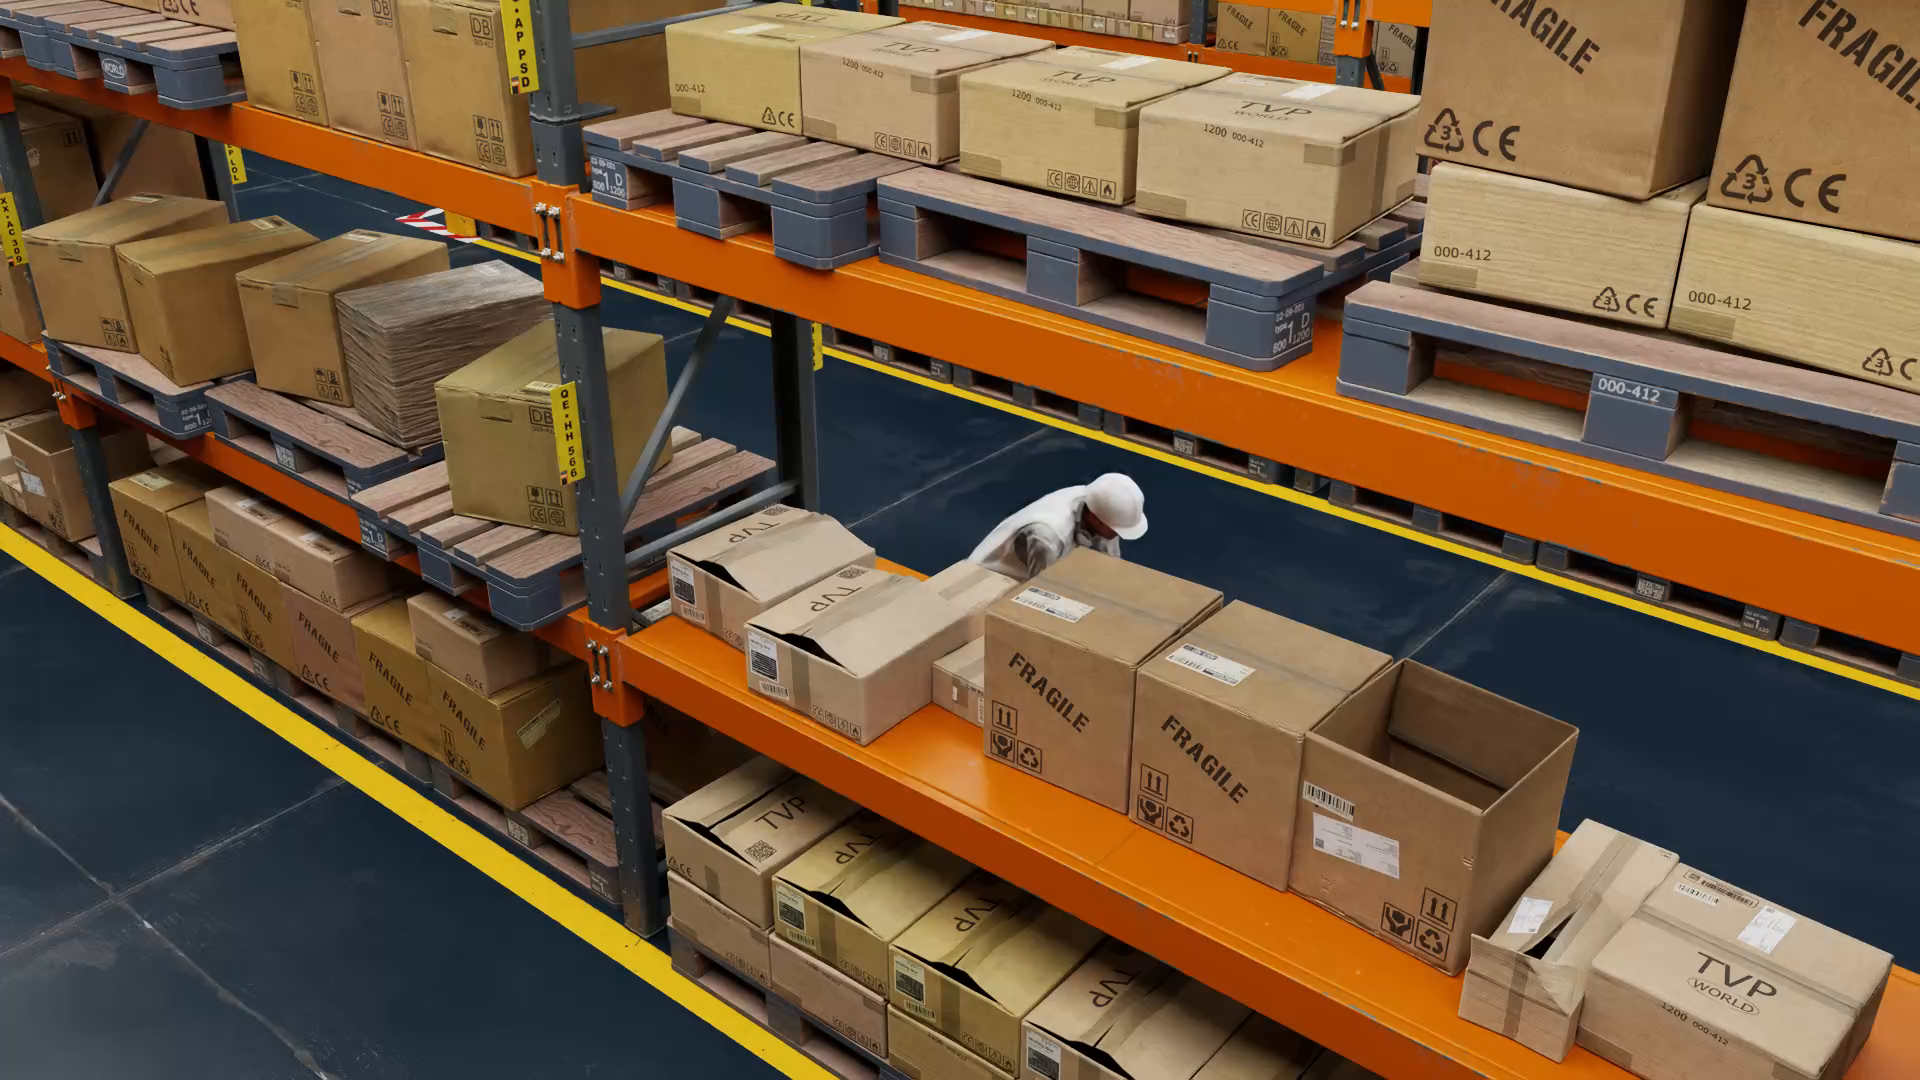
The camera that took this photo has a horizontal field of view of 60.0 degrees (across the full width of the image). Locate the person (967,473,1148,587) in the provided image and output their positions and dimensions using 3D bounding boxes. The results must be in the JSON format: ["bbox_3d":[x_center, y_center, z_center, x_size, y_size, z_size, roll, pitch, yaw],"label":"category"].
[{"bbox_3d":[0.406,0.268,7.021,0.797,1.363,0.590,21,34,35],"label":"person"}]
